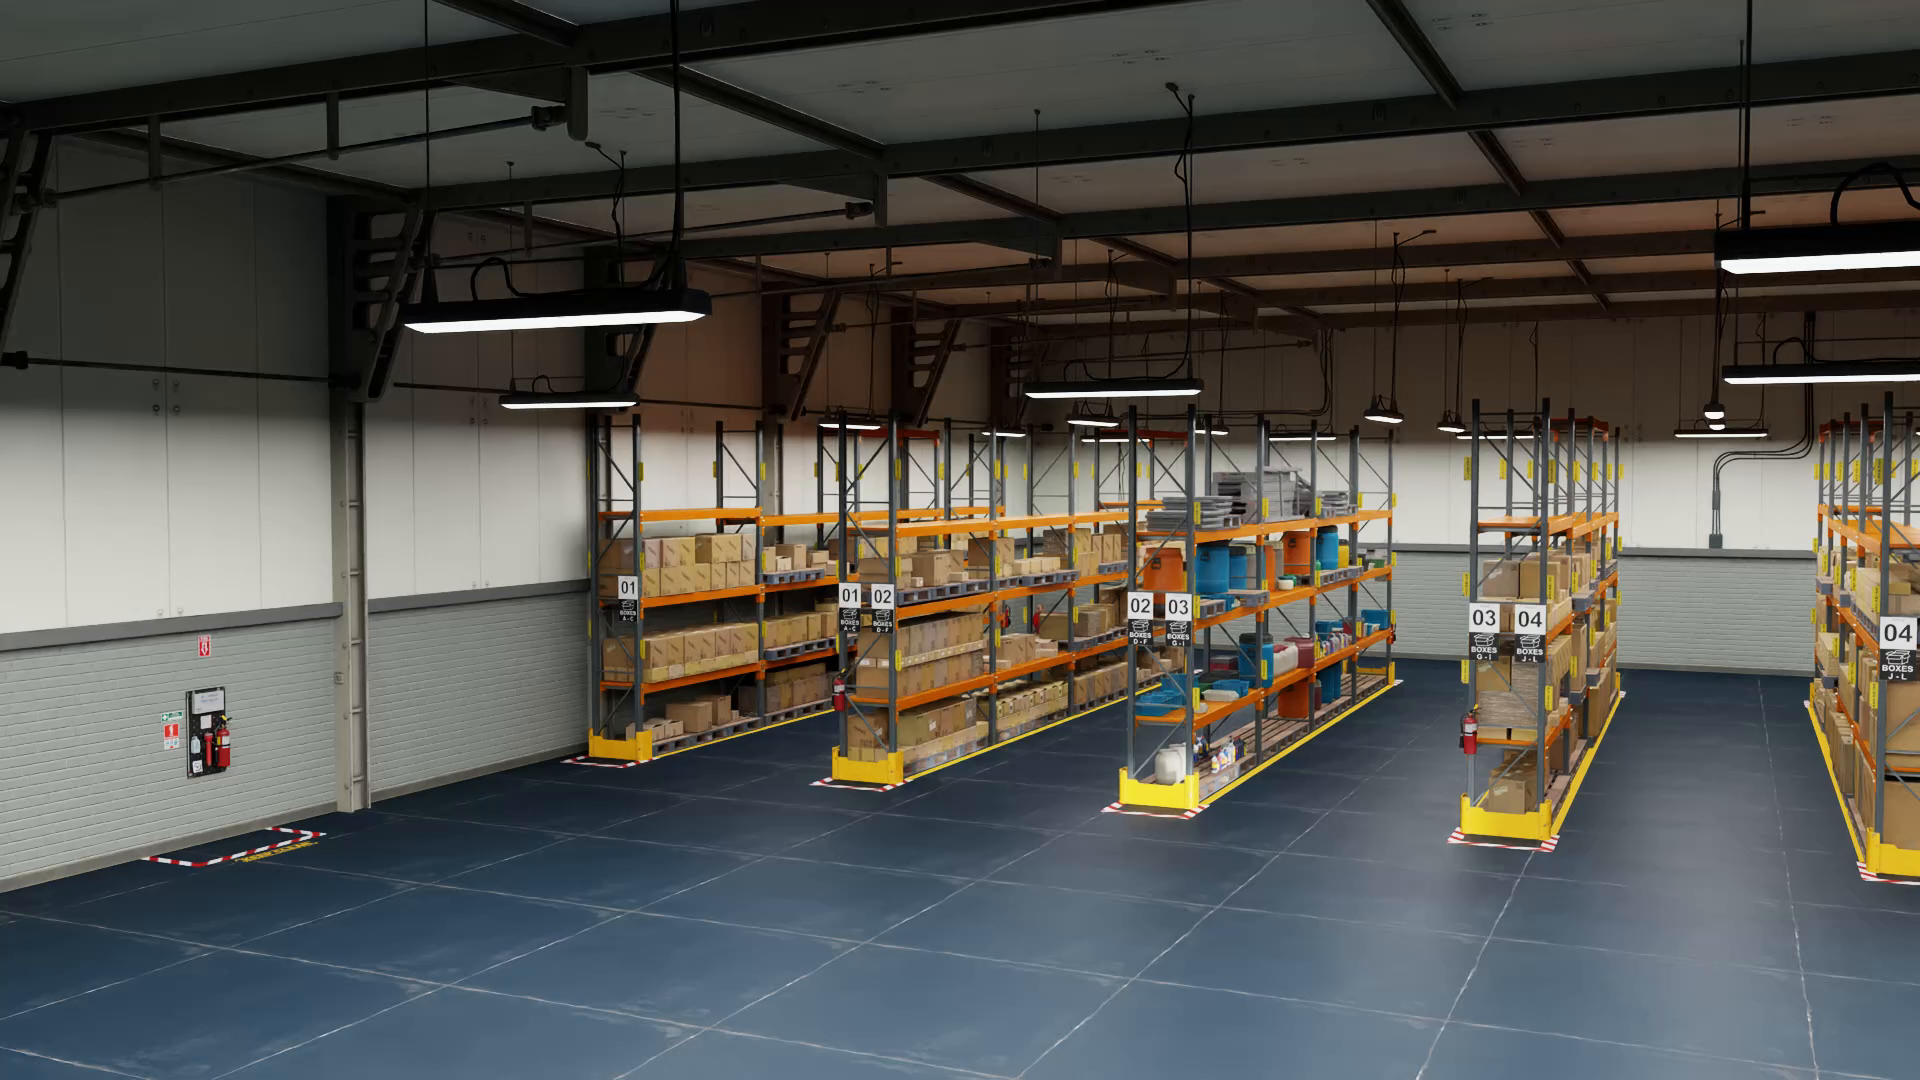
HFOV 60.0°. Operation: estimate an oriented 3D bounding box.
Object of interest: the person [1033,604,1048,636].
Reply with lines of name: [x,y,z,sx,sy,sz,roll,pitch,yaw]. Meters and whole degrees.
person: [2.125,2.449,42.247,0.705,1.643,0.727,2,3,33]
